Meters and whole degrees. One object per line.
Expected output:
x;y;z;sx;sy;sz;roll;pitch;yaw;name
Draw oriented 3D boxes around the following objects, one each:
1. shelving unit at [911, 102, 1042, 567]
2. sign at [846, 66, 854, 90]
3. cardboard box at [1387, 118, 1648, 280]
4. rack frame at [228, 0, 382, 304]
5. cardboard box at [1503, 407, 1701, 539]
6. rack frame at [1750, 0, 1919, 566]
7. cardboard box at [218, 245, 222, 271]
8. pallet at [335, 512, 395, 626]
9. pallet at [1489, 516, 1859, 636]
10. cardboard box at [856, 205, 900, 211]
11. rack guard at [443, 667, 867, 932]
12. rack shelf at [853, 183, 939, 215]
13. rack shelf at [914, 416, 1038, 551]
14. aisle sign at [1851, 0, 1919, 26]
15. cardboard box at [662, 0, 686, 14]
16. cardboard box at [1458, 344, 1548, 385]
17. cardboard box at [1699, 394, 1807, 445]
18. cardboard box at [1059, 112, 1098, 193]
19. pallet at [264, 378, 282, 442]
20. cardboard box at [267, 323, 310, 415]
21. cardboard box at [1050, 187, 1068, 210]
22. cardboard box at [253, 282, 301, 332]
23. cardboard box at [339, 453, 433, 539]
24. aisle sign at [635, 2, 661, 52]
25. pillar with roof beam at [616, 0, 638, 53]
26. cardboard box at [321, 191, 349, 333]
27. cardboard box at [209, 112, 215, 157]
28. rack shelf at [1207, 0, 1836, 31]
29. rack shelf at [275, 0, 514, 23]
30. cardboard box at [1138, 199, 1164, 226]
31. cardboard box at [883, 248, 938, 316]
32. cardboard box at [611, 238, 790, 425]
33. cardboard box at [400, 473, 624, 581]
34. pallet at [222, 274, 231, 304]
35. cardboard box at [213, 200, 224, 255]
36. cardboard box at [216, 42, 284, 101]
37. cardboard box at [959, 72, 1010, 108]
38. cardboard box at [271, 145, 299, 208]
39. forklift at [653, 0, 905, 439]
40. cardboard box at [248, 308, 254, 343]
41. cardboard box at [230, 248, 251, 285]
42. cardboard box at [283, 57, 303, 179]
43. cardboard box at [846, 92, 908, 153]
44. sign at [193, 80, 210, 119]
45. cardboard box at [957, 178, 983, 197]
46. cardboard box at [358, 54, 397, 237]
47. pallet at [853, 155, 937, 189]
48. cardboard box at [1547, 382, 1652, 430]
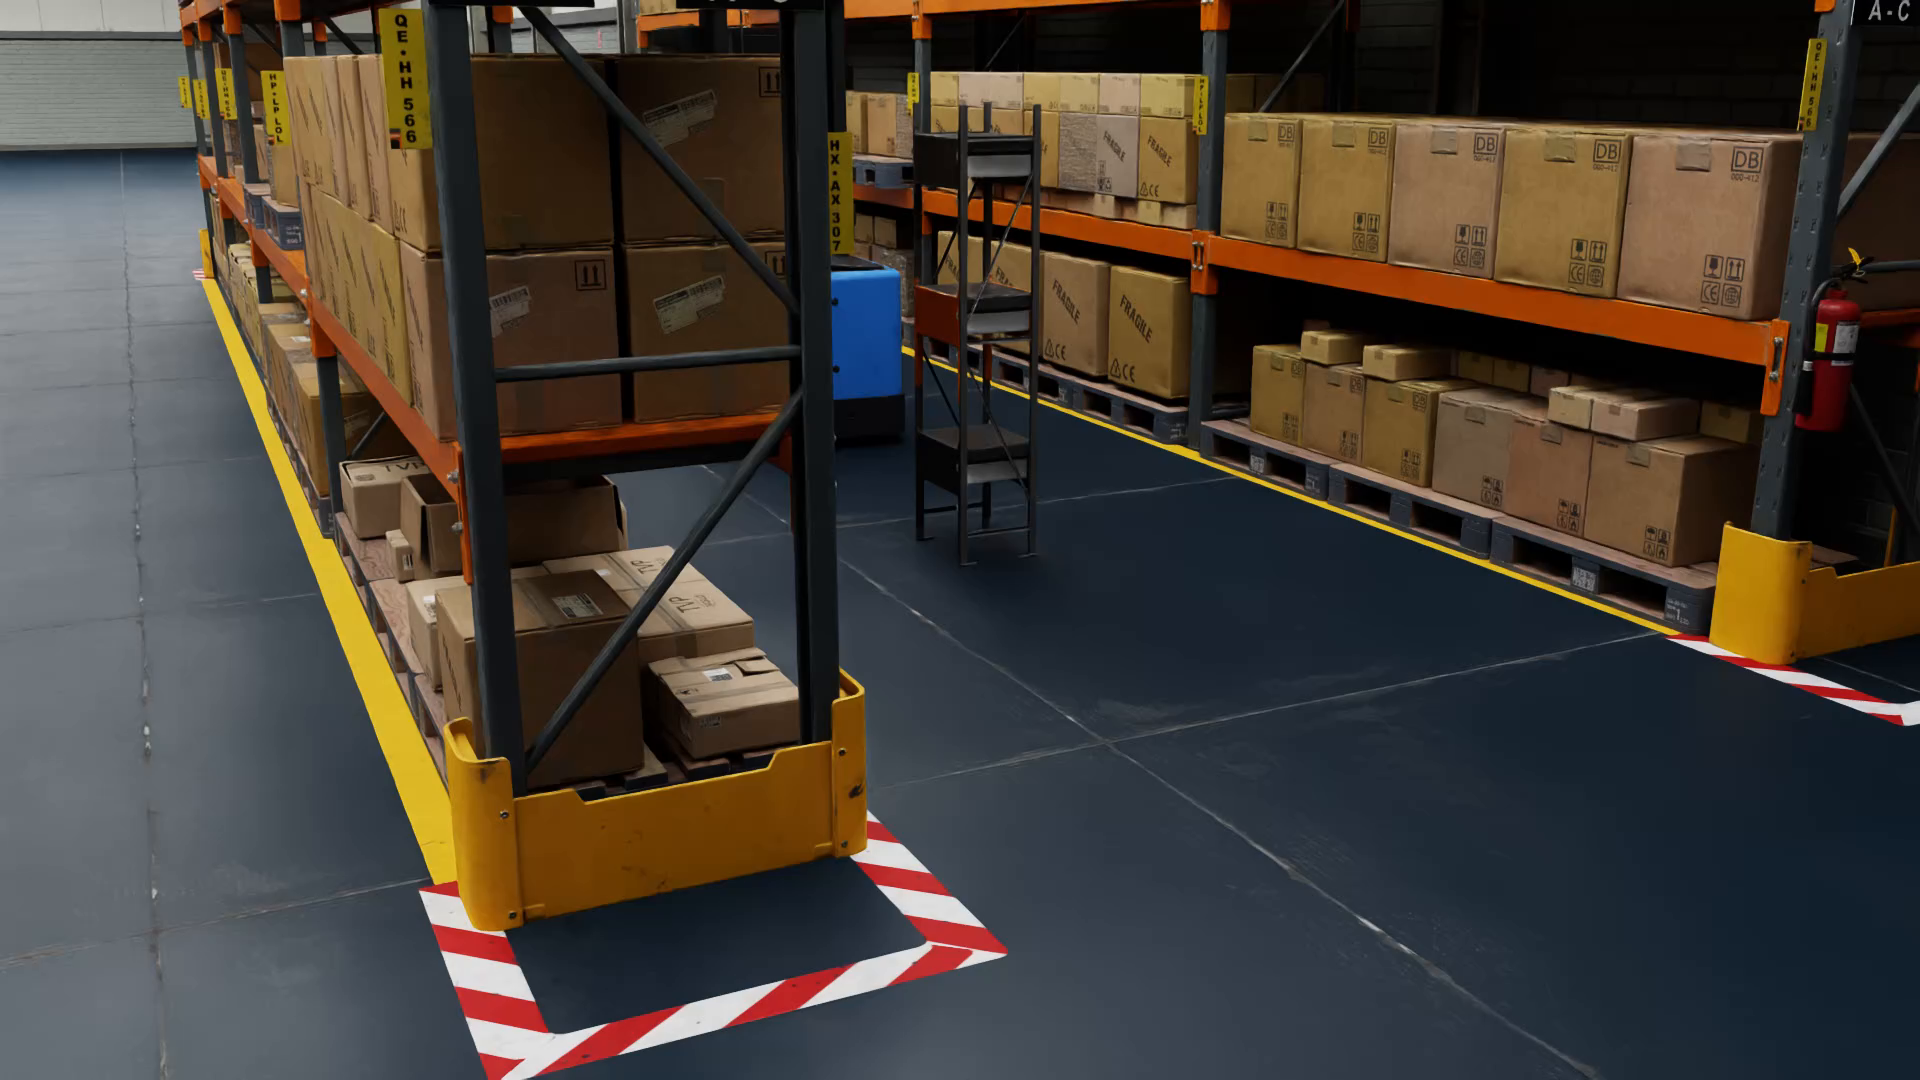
0.073;-0.968;7.818;0.431;2.100;0.503;-8;18;-25;shelving unit
-1.134;-4.662;16.959;0.100;0.325;0.005;-8;18;-25;sign
2.739;-1.701;8.195;0.980;0.700;0.700;-9;18;-28;cardboard box
-4.330;-2.446;11.336;1.000;3.000;0.127;-8;18;-25;rack frame
3.010;-0.348;7.795;0.700;0.500;0.500;-8;18;-25;cardboard box
3.626;-1.062;6.513;1.000;3.000;0.127;-8;18;-25;rack frame
-7.359;-2.902;17.150;0.500;0.250;0.500;-8;18;-25;cardboard box
-2.278;0.057;7.671;1.003;0.211;1.213;-8;18;-25;pallet
3.205;0.090;7.556;1.003;0.211;1.213;-8;18;-25;pallet
-0.867;-2.990;15.606;0.500;0.250;0.500;-8;18;-26;cardboard box
-0.859;0.720;4.834;1.175;0.500;0.348;-8;18;-25;rack guard
-0.755;-3.196;15.253;1.077;0.370;4.000;-8;18;-25;rack shelf
0.073;-0.282;8.015;0.431;0.518;0.480;-8;18;-25;rack shelf
3.387;-2.257;5.966;0.394;0.787;0.004;-8;18;-25;aisle sign
-3.028;-6.150;18.587;0.500;0.500;0.500;-7;17;-22;cardboard box
2.796;-0.906;8.563;0.380;0.149;0.250;-8;18;-26;cardboard box
3.464;-0.529;7.249;0.380;0.149;0.250;-8;18;-25;cardboard box
1.000;-2.589;11.079;0.500;0.500;0.500;-8;18;-25;cardboard box
-4.037;-0.916;11.060;1.003;0.211;1.213;-8;18;-25;pallet
-3.938;-1.054;10.221;0.500;0.500;0.500;-8;18;-26;cardboard box
0.847;-2.380;11.524;0.380;0.149;0.250;-7;17;-23;cardboard box
-4.781;-1.696;11.929;0.500;0.311;0.500;-7;17;-23;cardboard box
-2.589;-0.243;7.736;0.500;0.311;0.500;-8;18;-25;cardboard box
-3.685;-6.260;19.915;0.394;0.787;0.004;-8;18;-25;aisle sign
-8.798;-8.811;22.641;9.100;9.000;0.400;-8;18;-25;pillar with roof beam
-2.155;-1.092;6.437;0.500;0.500;0.500;-8;18;-25;cardboard box
-7.642;-4.360;17.826;0.700;0.500;0.500;-8;18;-25;cardboard box
2.749;-2.654;7.927;1.077;0.370;4.000;-8;18;-25;rack shelf
-1.702;-2.054;5.837;1.077;0.370;4.000;-8;18;-25;rack shelf
1.339;-2.052;10.382;0.380;0.149;0.250;-7;18;-24;cardboard box
-0.241;-2.228;14.310;0.700;0.500;0.500;-7;18;-24;cardboard box
-0.783;-0.652;4.904;0.500;0.500;0.500;-7;18;-24;cardboard box
-1.750;0.000;6.542;0.797;0.503;0.637;-8;18;-25;cardboard box
-6.932;-2.603;16.937;1.003;0.211;1.213;-8;18;-25;pallet
-7.145;-3.138;16.612;0.500;0.500;0.500;-8;18;-25;cardboard box
-6.283;-4.219;14.980;0.700;0.500;0.500;-8;18;-25;cardboard box
0.324;-3.330;12.299;0.500;0.250;0.500;-8;18;-26;cardboard box
-3.408;-2.135;9.309;0.700;0.500;0.500;-13;21;-39;cardboard box
-1.365;-2.340;11.090;1.130;2.935;3.031;-6;17;-21;forklift
-5.227;-1.680;12.889;0.500;0.250;0.500;-7;18;-24;cardboard box
-5.911;-2.330;14.140;0.500;0.311;0.500;-8;18;-26;cardboard box
-2.625;-1.832;7.203;0.500;0.500;0.500;-7;17;-23;cardboard box
-0.660;-3.727;14.820;0.700;0.500;0.500;-8;18;-25;cardboard box
-6.581;-3.825;14.427;0.100;0.325;0.005;-8;18;-25;sign
0.200;-2.685;12.589;0.380;0.149;0.250;-7;17;-23;cardboard box
-1.490;-1.193;4.977;0.500;0.500;0.500;-7;17;-23;cardboard box
-0.287;-3.117;14.023;1.213;0.211;1.003;-8;18;-25;pallet
2.896;-0.609;7.528;0.380;0.149;0.250;-7;17;-23;cardboard box
